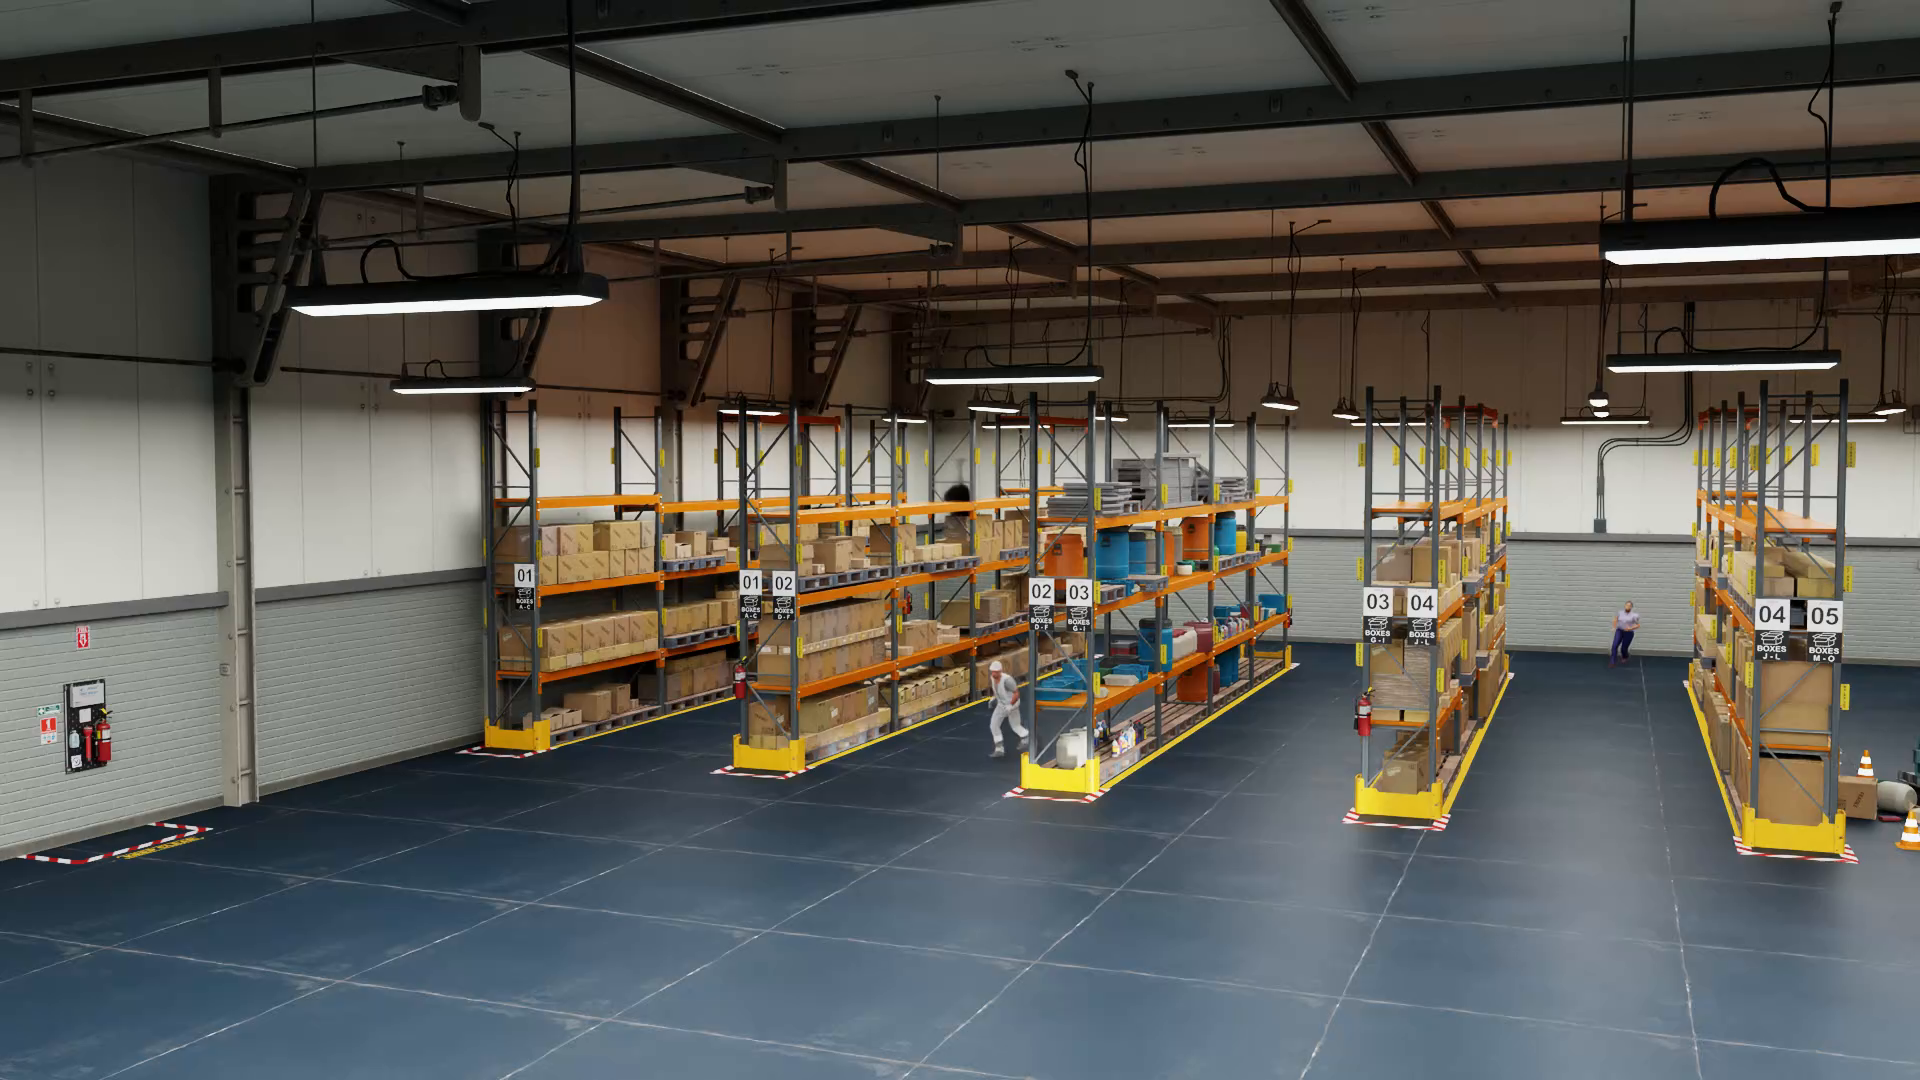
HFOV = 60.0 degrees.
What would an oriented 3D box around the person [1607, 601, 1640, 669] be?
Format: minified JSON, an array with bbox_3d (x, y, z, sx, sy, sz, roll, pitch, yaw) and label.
[{"bbox_3d":[15.845,2.250,39.553,0.641,1.606,0.855,2,4,37],"label":"person"}]

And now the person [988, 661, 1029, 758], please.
[{"bbox_3d":[0.838,2.801,27.897,0.688,1.631,1.115,3,4,43],"label":"person"}]
